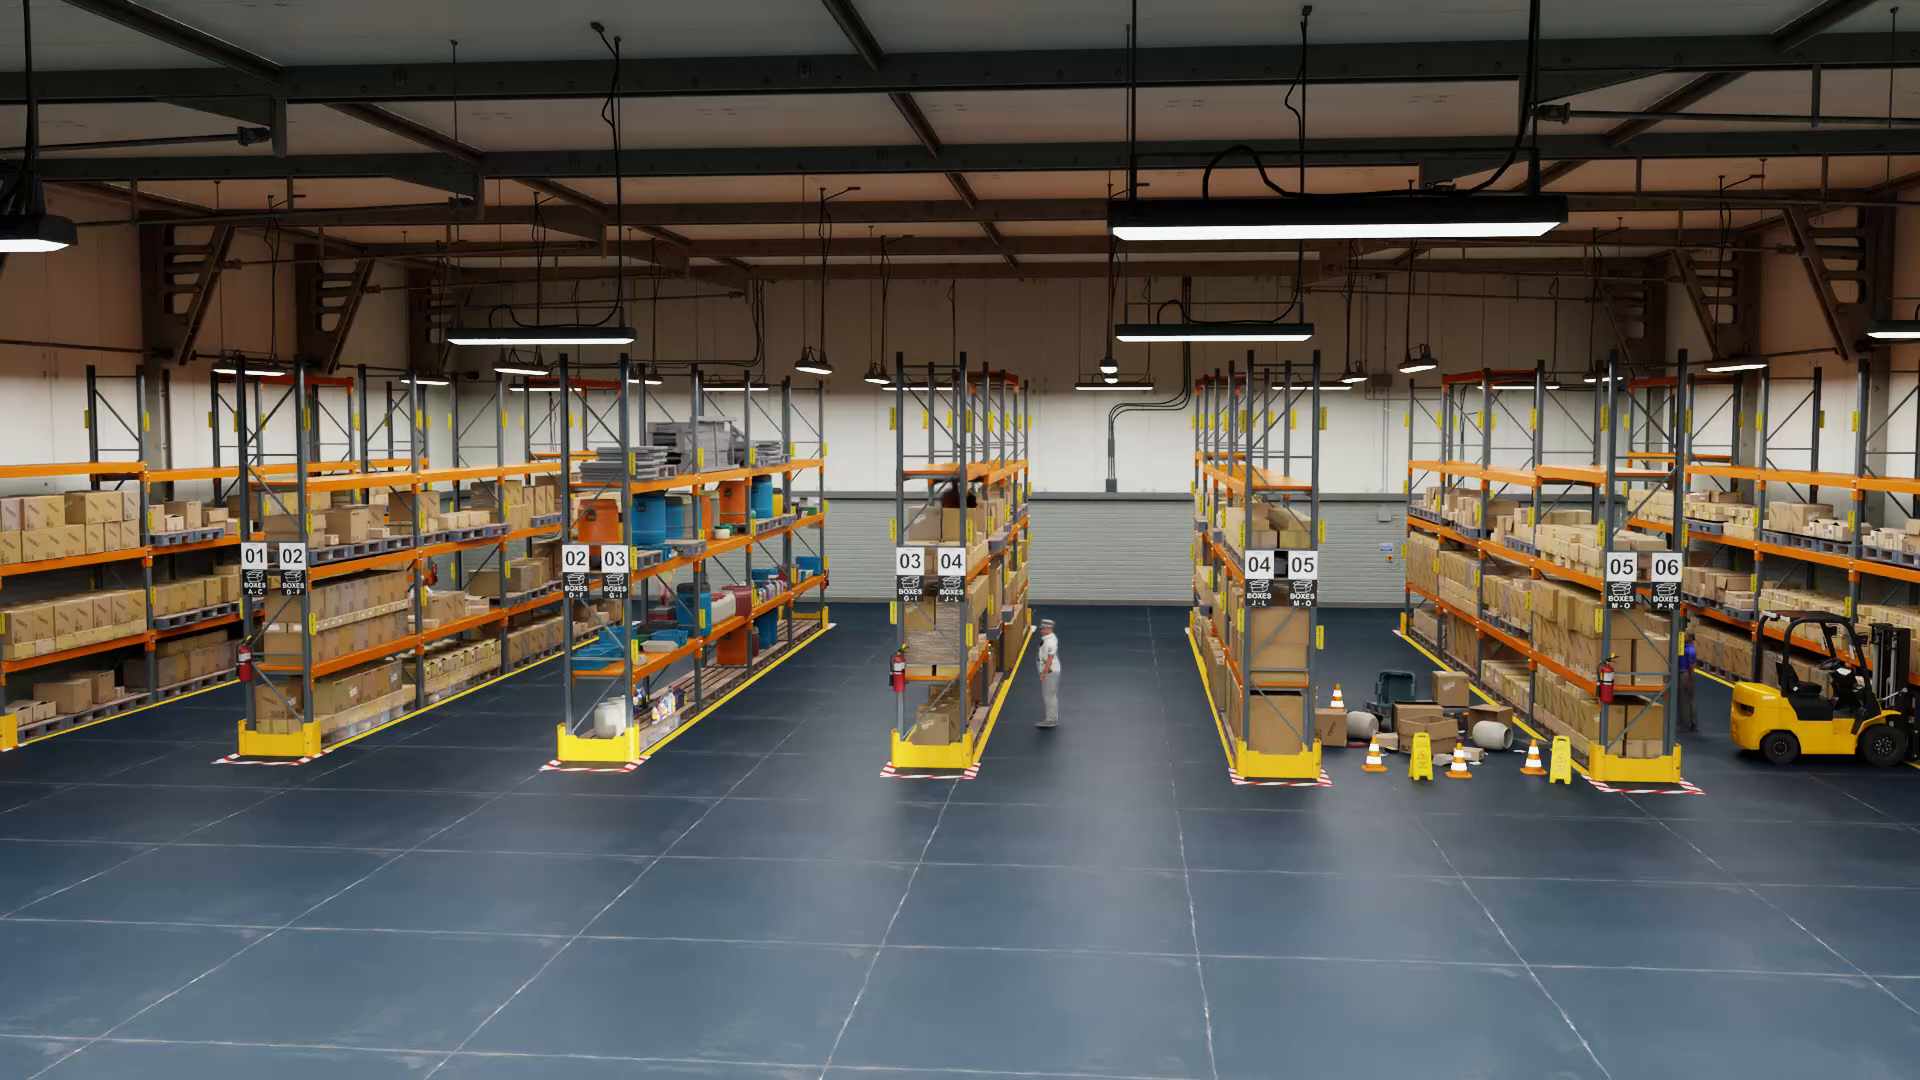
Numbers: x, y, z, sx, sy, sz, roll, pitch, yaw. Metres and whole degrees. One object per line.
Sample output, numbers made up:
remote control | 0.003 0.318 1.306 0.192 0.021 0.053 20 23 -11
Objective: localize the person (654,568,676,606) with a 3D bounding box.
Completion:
person | -7.690 1.117 43.283 0.589 1.625 0.492 -1 4 -10

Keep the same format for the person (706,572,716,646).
person | -5.678 1.541 36.764 0.464 1.659 0.519 0 4 5

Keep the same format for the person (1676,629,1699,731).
person | 11.763 2.270 26.945 0.425 1.659 0.482 2 5 30

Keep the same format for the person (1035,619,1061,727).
person | 1.440 2.182 27.242 0.410 1.781 0.550 0 4 0

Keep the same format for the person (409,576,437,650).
person | -11.871 1.584 36.678 0.545 1.615 0.932 0 4 0
